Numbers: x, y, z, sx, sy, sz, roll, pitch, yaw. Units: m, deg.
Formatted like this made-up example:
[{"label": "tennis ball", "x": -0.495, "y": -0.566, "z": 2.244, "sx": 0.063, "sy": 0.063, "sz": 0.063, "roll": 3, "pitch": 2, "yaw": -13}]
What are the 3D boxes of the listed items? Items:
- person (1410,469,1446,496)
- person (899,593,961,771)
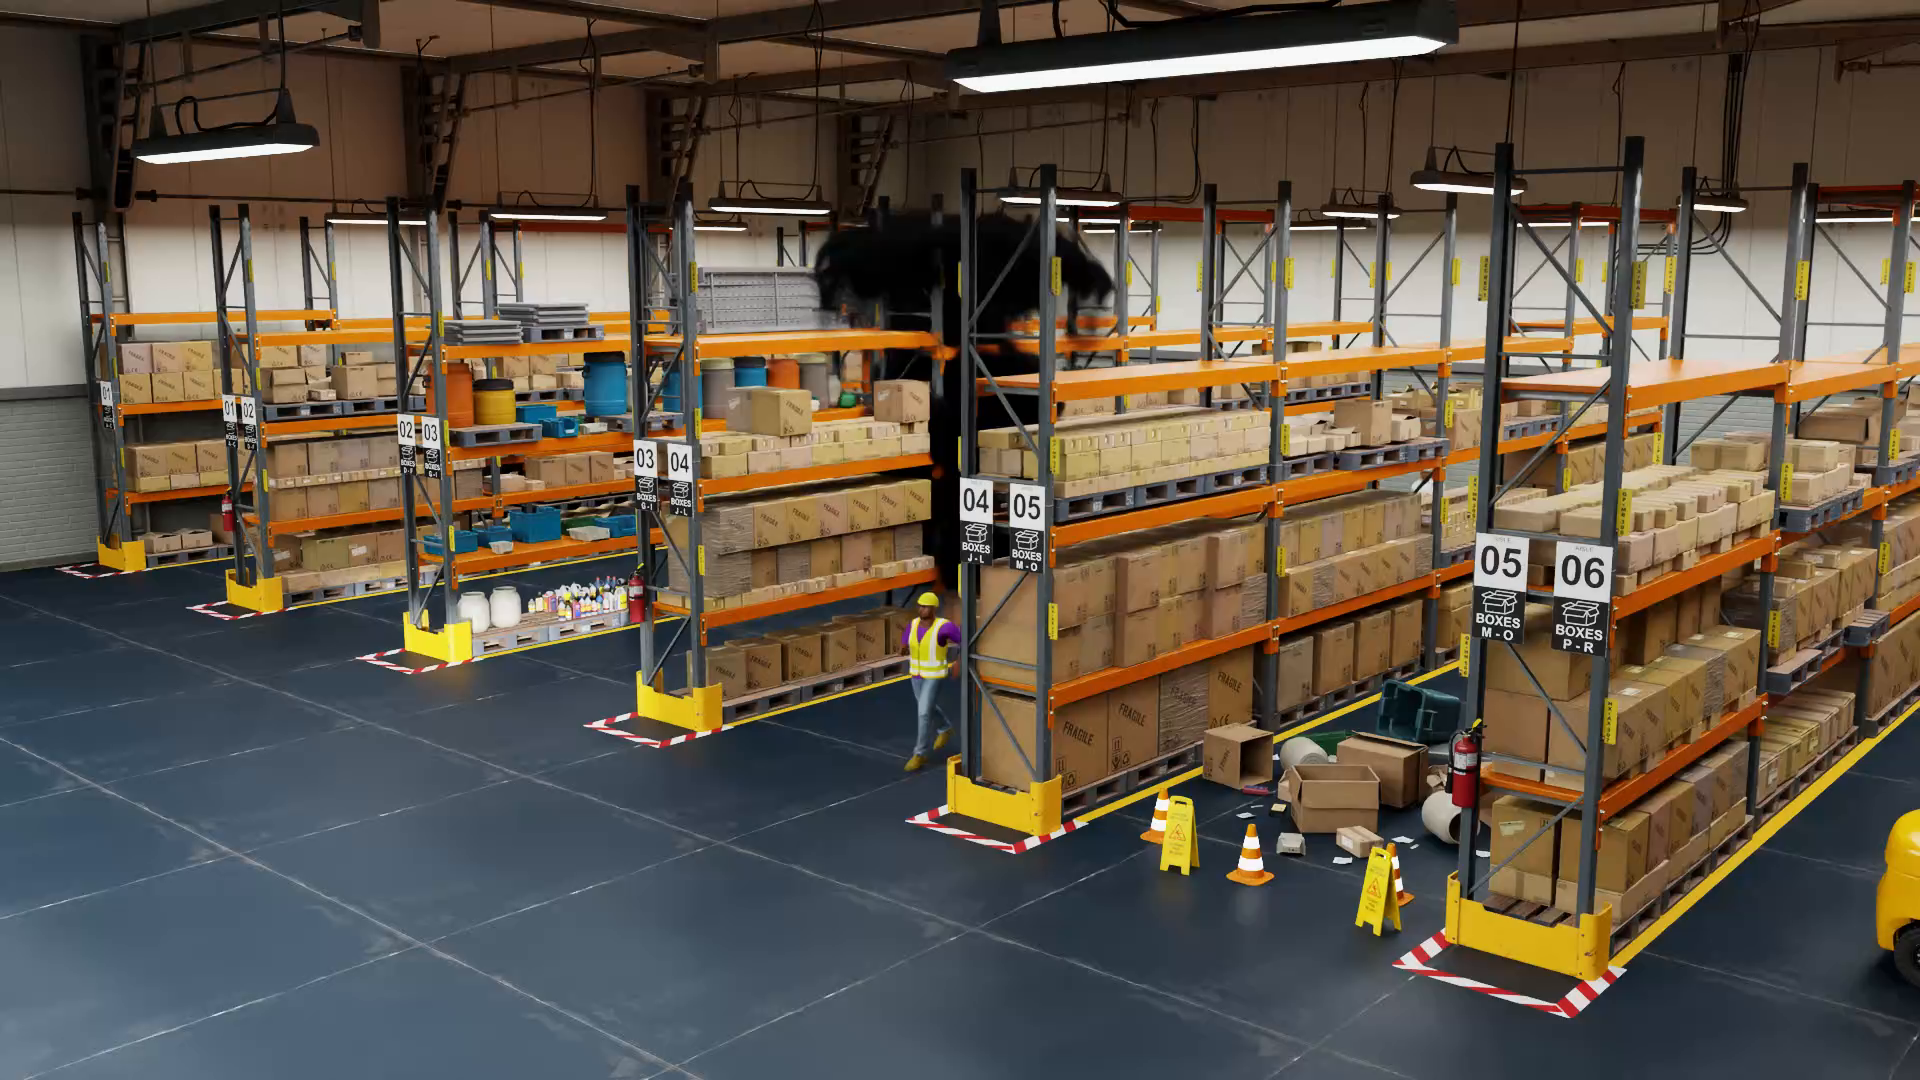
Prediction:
[{"label": "person", "x": 8.166, "y": -0.472, "z": 29.109, "sx": 0.605, "sy": 1.660, "sz": 0.766, "roll": 4, "pitch": 10, "yaw": 25}, {"label": "person", "x": -0.321, "y": 1.420, "z": 17.296, "sx": 0.704, "sy": 1.779, "sz": 0.936, "roll": 8, "pitch": 12, "yaw": 38}]
